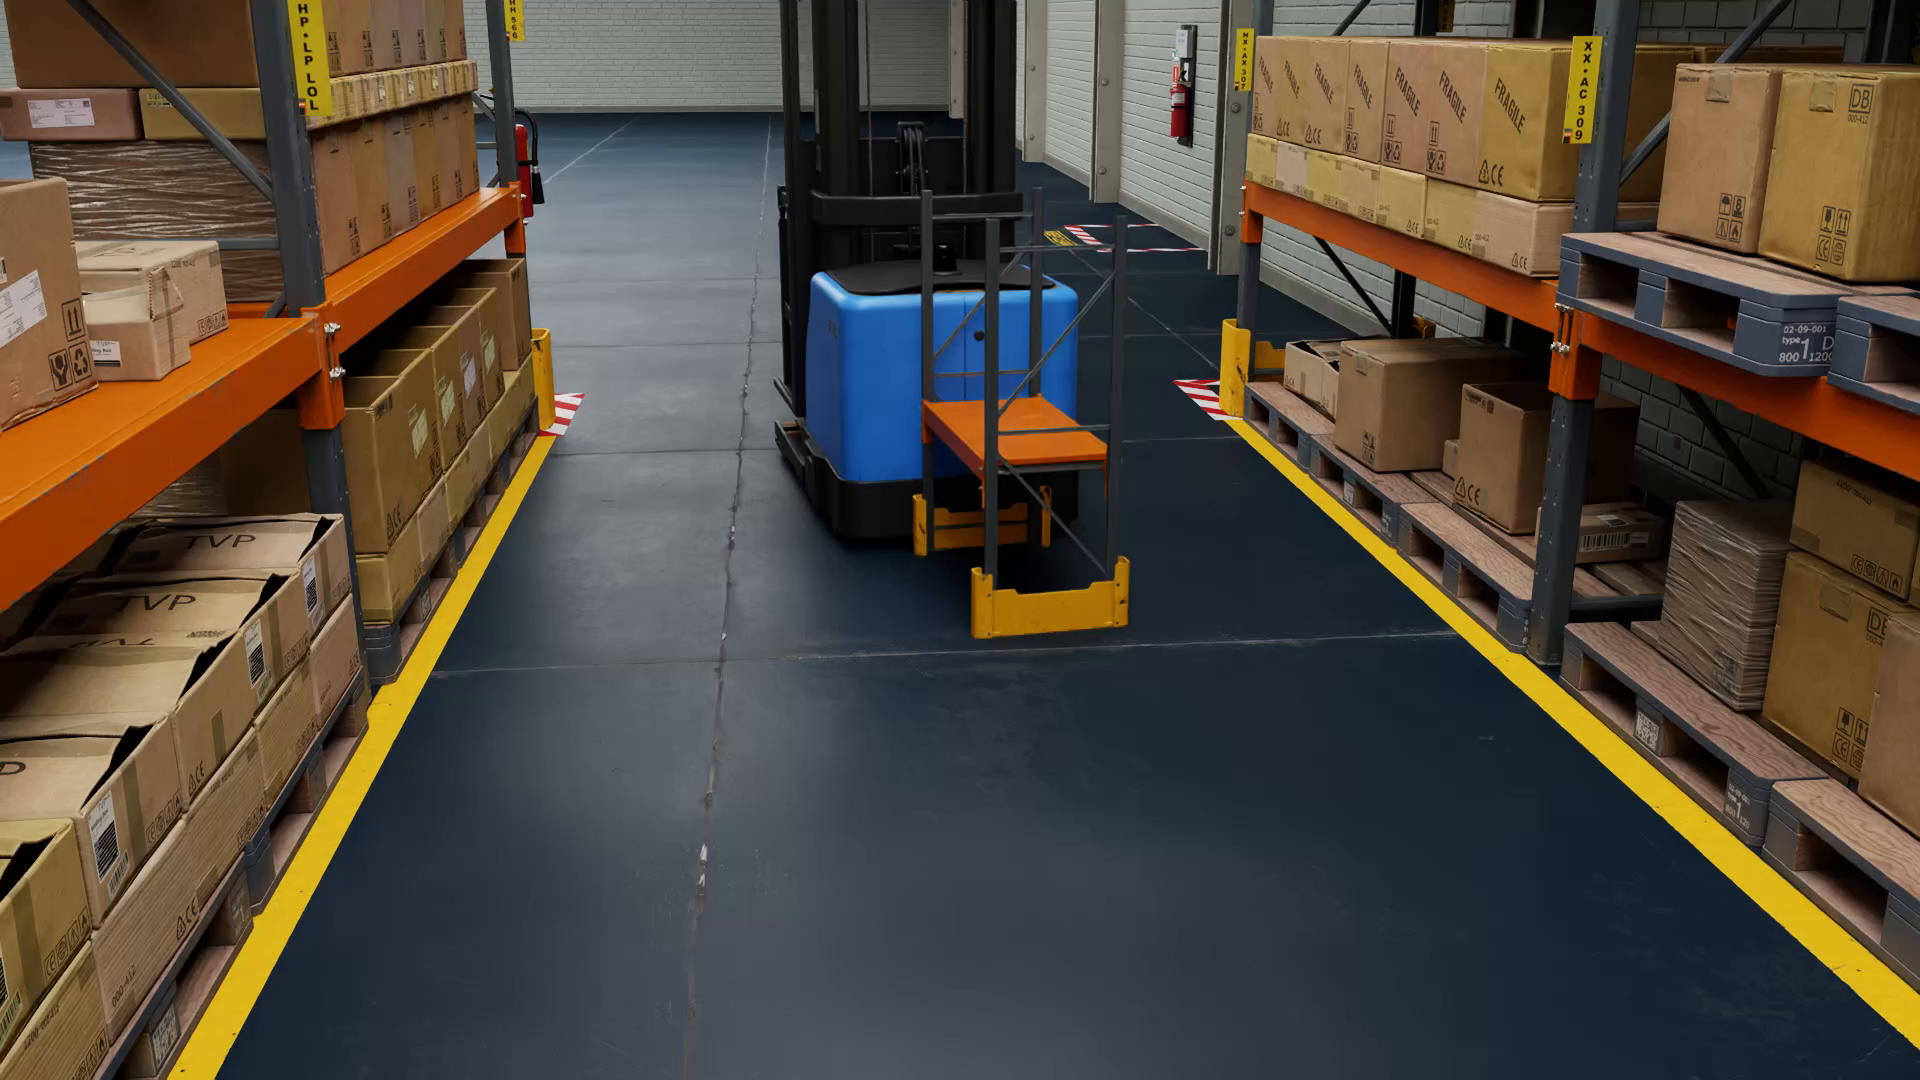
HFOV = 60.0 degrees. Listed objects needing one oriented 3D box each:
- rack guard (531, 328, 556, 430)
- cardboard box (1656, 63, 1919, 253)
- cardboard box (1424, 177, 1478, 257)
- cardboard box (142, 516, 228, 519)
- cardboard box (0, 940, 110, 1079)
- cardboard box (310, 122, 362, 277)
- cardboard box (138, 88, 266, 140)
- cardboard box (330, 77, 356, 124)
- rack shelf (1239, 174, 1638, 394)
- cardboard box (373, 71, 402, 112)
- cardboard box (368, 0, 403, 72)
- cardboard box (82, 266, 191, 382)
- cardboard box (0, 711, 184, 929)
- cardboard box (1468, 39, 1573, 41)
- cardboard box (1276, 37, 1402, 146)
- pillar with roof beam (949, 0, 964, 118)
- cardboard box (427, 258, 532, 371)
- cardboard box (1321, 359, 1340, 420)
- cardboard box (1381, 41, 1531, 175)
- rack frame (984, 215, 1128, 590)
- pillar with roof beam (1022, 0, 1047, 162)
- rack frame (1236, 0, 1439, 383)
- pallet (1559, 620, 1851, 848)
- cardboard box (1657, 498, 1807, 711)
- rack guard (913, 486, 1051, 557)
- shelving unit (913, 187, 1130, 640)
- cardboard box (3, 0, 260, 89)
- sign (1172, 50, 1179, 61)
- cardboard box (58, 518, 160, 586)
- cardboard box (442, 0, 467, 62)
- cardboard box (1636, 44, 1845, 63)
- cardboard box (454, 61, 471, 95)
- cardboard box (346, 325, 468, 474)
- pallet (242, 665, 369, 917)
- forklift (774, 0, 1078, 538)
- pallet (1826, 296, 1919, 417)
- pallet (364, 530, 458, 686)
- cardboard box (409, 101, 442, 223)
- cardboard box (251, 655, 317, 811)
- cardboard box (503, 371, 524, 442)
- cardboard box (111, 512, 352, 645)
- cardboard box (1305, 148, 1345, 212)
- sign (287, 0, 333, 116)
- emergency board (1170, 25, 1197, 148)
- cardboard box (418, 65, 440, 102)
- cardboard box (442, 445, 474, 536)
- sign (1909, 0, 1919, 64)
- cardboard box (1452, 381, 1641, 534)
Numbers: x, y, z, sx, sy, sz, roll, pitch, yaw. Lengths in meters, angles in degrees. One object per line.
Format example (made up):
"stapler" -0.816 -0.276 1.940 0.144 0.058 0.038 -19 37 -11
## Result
"rack guard" -2.843 -0.872 9.120 1.175 0.500 0.348 -2 18 -6
"cardboard box" 2.517 -1.125 4.851 0.700 0.500 0.500 -2 18 -5
"cardboard box" 2.105 -1.238 6.331 0.500 0.250 0.500 -2 18 -5
"cardboard box" -2.735 -0.035 6.170 0.500 0.250 0.500 -2 18 -6
"cardboard box" -1.890 0.968 2.976 0.500 0.250 0.500 -2 18 -7
"cardboard box" -2.541 -1.202 5.833 0.700 0.500 0.500 -2 18 -6
"cardboard box" -2.263 -1.309 5.089 0.380 0.149 0.250 -2 18 -6
"cardboard box" -2.346 -1.539 5.821 0.380 0.149 0.250 -2 18 -6
"rack shelf" 2.292 -1.273 7.424 1.077 0.370 4.000 -2 18 -6
"cardboard box" -2.427 -1.770 6.559 0.380 0.149 0.250 -2 18 -6
"cardboard box" -2.636 -2.113 6.567 0.700 0.500 0.500 -2 18 -6
"cardboard box" -2.155 -0.545 4.131 0.396 0.266 0.258 -2 18 -7
"cardboard box" -1.944 0.543 3.392 0.500 0.311 0.500 -2 18 -6
"cardboard box" 2.498 -1.919 7.248 0.500 0.500 0.500 -2 17 -5
"cardboard box" 1.878 -2.208 8.169 0.500 0.500 0.500 -2 18 -5
"pillar with roof beam" -4.357 -13.697 35.783 9.100 9.000 0.400 -2 18 -6
"cardboard box" -2.489 -1.153 8.480 0.500 0.500 0.500 -2 18 -6
"cardboard box" 2.127 -0.760 8.345 0.500 0.311 0.500 0 17 -1
"cardboard box" 2.044 -1.746 6.696 0.500 0.500 0.500 -2 18 -7
"rack frame" 0.332 -0.385 5.901 0.500 1.500 0.032 -4 18 -13
"pillar with roof beam" -3.120 -10.122 24.395 9.100 9.000 0.400 -2 18 -6
"rack frame" 2.086 -2.212 9.214 1.000 3.000 0.127 -2 18 -6
"pallet" 2.581 0.542 5.097 1.003 0.211 1.213 -2 18 -6
"cardboard box" 2.591 0.182 5.030 0.700 0.500 0.500 -1 17 -4
"rack guard" 0.094 -0.079 7.012 0.587 0.250 0.087 -4 18 -13
"shelving unit" 0.213 -0.531 6.364 0.587 1.500 1.083 -4 18 -13
"cardboard box" -2.480 -1.665 5.138 0.700 0.500 0.500 -2 18 -5
"sign" 2.220 -4.991 17.123 0.001 0.109 0.331 -2 18 -6
"cardboard box" -2.633 0.109 4.775 0.500 0.311 0.500 -2 18 -5
"cardboard box" -2.800 -2.569 8.019 0.700 0.500 0.500 -2 18 -5
"cardboard box" 2.658 -1.462 5.792 0.500 0.500 0.500 -2 18 -7
"cardboard box" -2.583 -2.229 8.019 0.380 0.149 0.250 -1 17 -4
"cardboard box" -2.268 -0.558 6.584 0.500 0.500 0.500 -2 18 -6
"pallet" -2.313 0.683 4.649 1.003 0.211 1.213 -2 18 -6
"forklift" -0.336 -1.809 8.047 1.130 2.935 3.031 -4 18 -13
"pallet" 2.666 -0.325 3.525 1.003 0.211 1.213 -2 18 -6
"pallet" -2.468 0.226 6.104 1.003 0.211 1.213 -2 18 -6
"cardboard box" -2.701 -1.661 7.294 0.700 0.500 0.500 -2 18 -5
"cardboard box" -2.047 0.511 4.431 0.500 0.250 0.500 -2 18 -6
"cardboard box" -2.428 -0.647 8.119 0.500 0.250 0.500 -2 18 -6
"cardboard box" -2.101 0.090 4.836 0.500 0.311 0.500 -2 18 -6
"cardboard box" 1.935 -1.688 7.764 0.500 0.250 0.500 -2 18 -7
"sign" -1.889 -1.400 4.828 0.100 0.325 0.005 -2 18 -6
"emergency board" 2.183 -4.555 16.678 0.194 1.169 0.643 -2 18 -6
"cardboard box" -2.506 -1.999 7.288 0.380 0.149 0.250 -1 17 -4
"cardboard box" -2.267 -0.200 6.696 0.500 0.250 0.500 -2 18 -6
"sign" 3.050 -1.591 5.303 0.100 0.325 0.005 -2 18 -6
"cardboard box" 2.352 -0.345 6.708 0.500 0.500 0.500 -3 18 -10
